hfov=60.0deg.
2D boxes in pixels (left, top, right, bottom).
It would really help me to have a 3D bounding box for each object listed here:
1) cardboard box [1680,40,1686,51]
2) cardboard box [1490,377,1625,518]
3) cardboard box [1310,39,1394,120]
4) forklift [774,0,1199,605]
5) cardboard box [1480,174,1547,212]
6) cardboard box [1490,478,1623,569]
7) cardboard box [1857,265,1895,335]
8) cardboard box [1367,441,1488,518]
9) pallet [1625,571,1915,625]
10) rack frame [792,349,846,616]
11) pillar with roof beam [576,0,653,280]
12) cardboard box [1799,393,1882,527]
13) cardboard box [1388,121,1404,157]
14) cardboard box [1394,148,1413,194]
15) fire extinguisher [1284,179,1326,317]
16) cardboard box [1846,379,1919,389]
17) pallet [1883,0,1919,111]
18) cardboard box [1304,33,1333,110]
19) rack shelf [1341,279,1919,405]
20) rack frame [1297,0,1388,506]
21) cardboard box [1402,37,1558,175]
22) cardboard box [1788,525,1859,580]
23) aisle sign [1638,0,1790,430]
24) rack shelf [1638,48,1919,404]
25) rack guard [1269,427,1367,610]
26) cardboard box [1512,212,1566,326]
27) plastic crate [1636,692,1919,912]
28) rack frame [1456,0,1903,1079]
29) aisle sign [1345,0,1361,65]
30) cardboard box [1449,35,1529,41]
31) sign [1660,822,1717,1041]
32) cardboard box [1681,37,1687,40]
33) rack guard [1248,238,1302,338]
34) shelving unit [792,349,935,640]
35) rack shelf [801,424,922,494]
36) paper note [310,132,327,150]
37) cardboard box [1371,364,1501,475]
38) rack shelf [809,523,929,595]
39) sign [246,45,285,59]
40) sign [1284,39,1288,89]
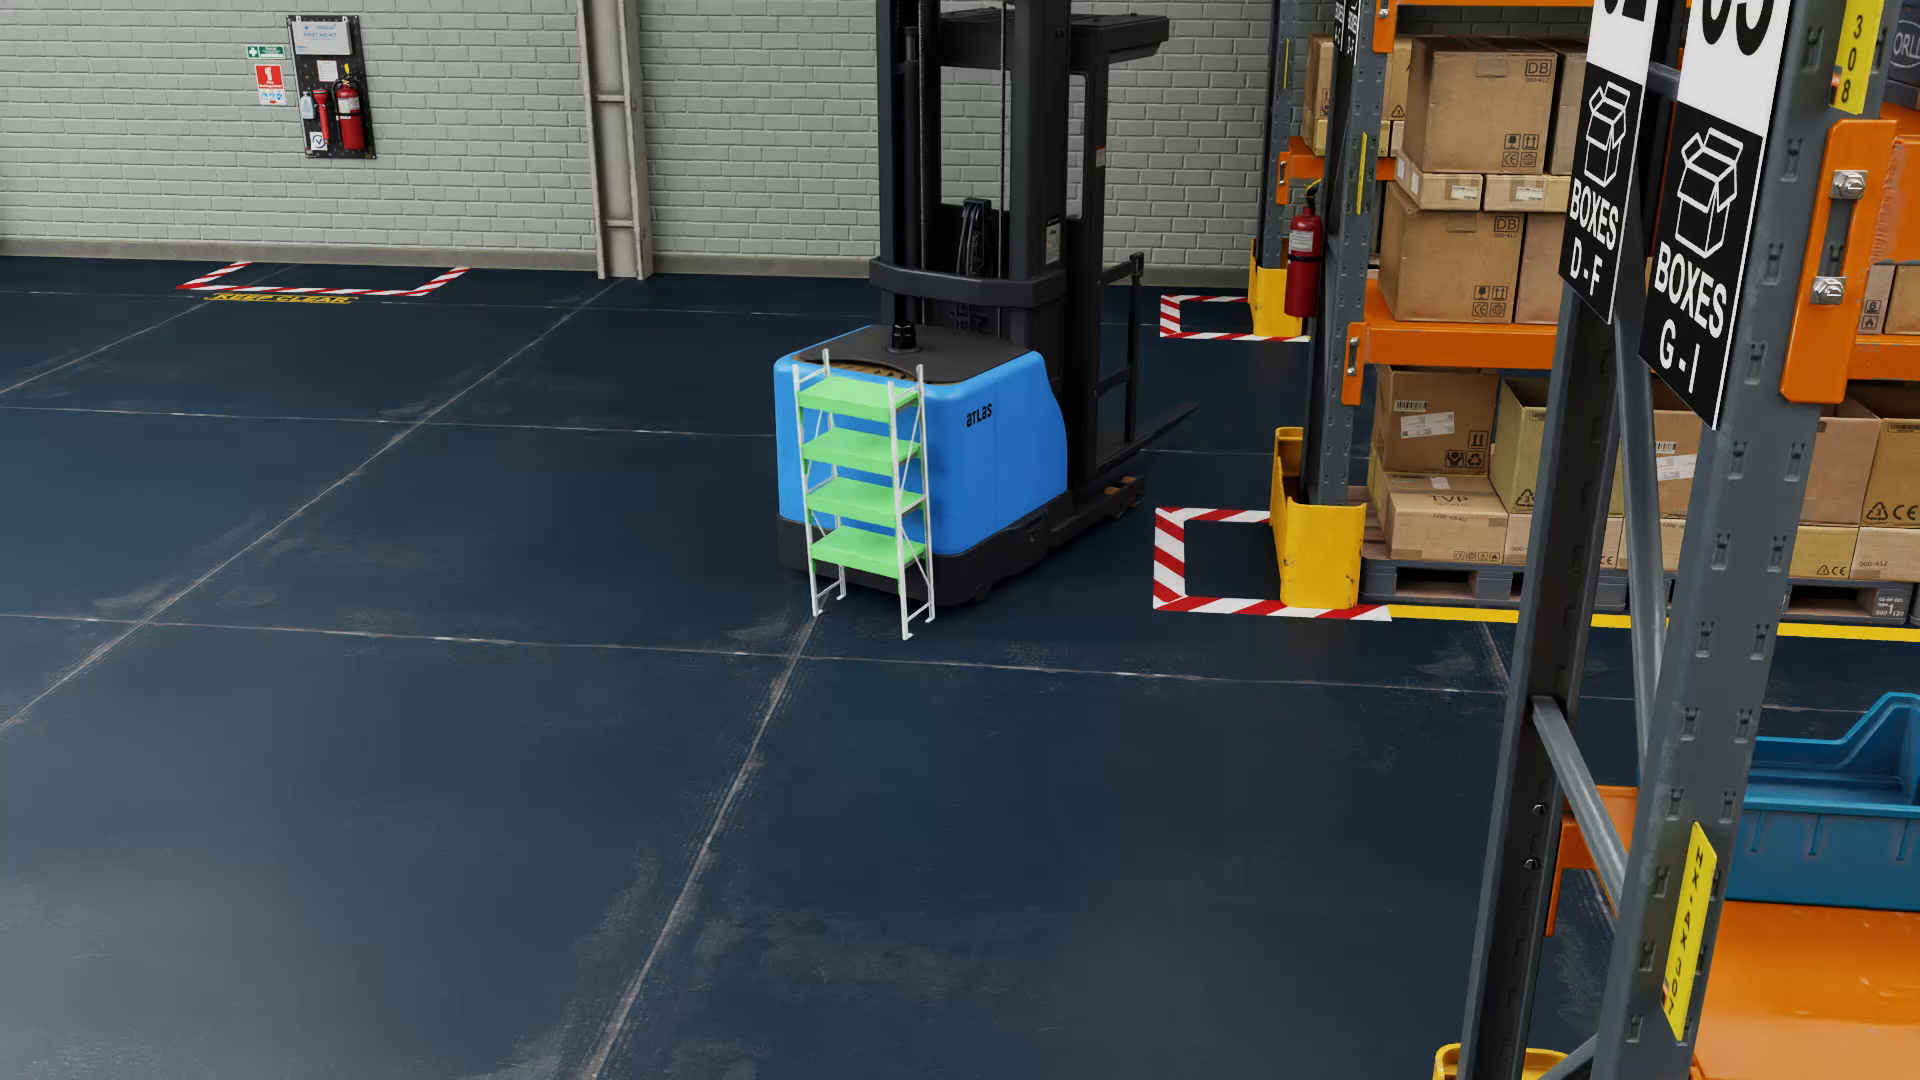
[{"bbox_3d":[3.286,-1.872,7.195,0.500,0.500,0.700,3,22,7],"label":"cardboard box"},{"bbox_3d":[2.750,-0.432,7.601,0.500,0.500,0.500,2,22,6],"label":"cardboard box"},{"bbox_3d":[2.765,-3.259,11.759,0.500,0.500,0.500,3,22,6],"label":"cardboard box"},{"bbox_3d":[0.335,-1.559,8.398,1.130,2.935,3.031,13,25,30],"label":"forklift"},{"bbox_3d":[2.374,-1.534,7.222,0.250,0.149,0.380,2,22,5],"label":"cardboard box"},{"bbox_3d":[2.751,-0.084,7.741,0.500,0.250,0.500,2,22,6],"label":"cardboard box"},{"bbox_3d":[3.747,-1.248,7.380,0.500,0.500,0.700,3,22,8],"label":"cardboard box"},{"bbox_3d":[2.315,-0.293,8.270,0.500,0.250,0.500,2,22,6],"label":"cardboard box"},{"bbox_3d":[3.720,0.076,7.960,1.213,0.211,1.003,2,22,6],"label":"pallet"},{"bbox_3d":[-0.620,-0.243,7.399,0.015,1.200,0.240,13,29,29],"label":"rack frame"},{"bbox_3d":[-3.341,-4.864,8.503,0.400,9.000,9.100,2,22,6],"label":"pillar with roof beam"},{"bbox_3d":[3.743,-0.387,7.487,0.500,0.500,0.500,2,22,6],"label":"cardboard box"},{"bbox_3d":[3.291,-2.886,11.836,0.500,0.250,0.500,2,22,5],"label":"cardboard box"},{"bbox_3d":[2.149,-1.693,7.624,0.250,0.149,0.380,2,22,5],"label":"cardboard box"},{"bbox_3d":[1.685,-1.431,8.084,0.183,0.674,0.296,2,22,6],"label":"fire extinguisher"},{"bbox_3d":[4.303,-0.562,7.930,0.500,0.500,0.500,2,22,6],"label":"cardboard box"},{"bbox_3d":[1.971,-0.719,2.356,1.213,0.211,1.003,2,22,6],"label":"pallet"},{"bbox_3d":[2.820,-3.446,12.234,0.500,0.500,0.500,2,22,6],"label":"cardboard box"},{"bbox_3d":[3.733,-0.871,7.541,4.000,0.370,1.077,2,22,6],"label":"rack shelf"},{"bbox_3d":[1.747,-1.292,7.628,0.127,3.000,1.000,2,22,6],"label":"rack frame"},{"bbox_3d":[2.262,-1.915,7.302,0.500,0.500,0.700,3,22,6],"label":"cardboard box"},{"bbox_3d":[3.743,-0.039,7.626,0.500,0.250,0.500,2,22,6],"label":"cardboard box"},{"bbox_3d":[1.055,-0.589,2.313,0.004,0.787,0.394,2,22,6],"label":"aisle sign"},{"bbox_3d":[3.147,-0.457,2.416,4.000,0.370,1.077,2,22,6],"label":"rack shelf"},{"bbox_3d":[1.724,-0.130,8.090,0.348,0.500,1.175,2,22,6],"label":"rack guard"},{"bbox_3d":[2.732,-1.293,7.493,0.500,0.500,0.700,3,22,8],"label":"cardboard box"},{"bbox_3d":[1.693,0.498,3.303,0.616,0.251,0.499,2,22,6],"label":"plastic crate"},{"bbox_3d":[1.160,0.518,3.051,0.053,2.616,0.949,2,22,6],"label":"rack frame"},{"bbox_3d":[1.646,-2.392,6.874,0.004,0.787,0.394,2,22,6],"label":"aisle sign"},{"bbox_3d":[3.832,-3.400,12.117,0.500,0.500,0.500,2,22,5],"label":"cardboard box"},{"bbox_3d":[1.092,0.588,2.495,0.005,0.325,0.100,2,22,6],"label":"sign"},{"bbox_3d":[5.343,-3.336,11.956,0.500,0.500,0.500,2,22,6],"label":"cardboard box"},{"bbox_3d":[2.402,-1.935,12.654,0.348,0.500,1.175,2,22,6],"label":"rack guard"},{"bbox_3d":[-0.412,-0.196,7.280,0.503,1.200,0.258,13,29,29],"label":"shelving unit"},{"bbox_3d":[-0.419,-0.355,7.206,0.480,0.148,0.258,13,29,29],"label":"rack shelf"},{"bbox_3d":[-5.452,-3.390,14.133,0.142,0.148,0.016,2,22,6],"label":"paper note"},{"bbox_3d":[2.315,-0.643,8.134,0.500,0.500,0.500,2,22,6],"label":"cardboard box"},{"bbox_3d":[-0.401,0.079,7.408,0.480,0.148,0.258,13,29,29],"label":"rack shelf"},{"bbox_3d":[-5.818,-4.088,13.930,0.331,0.109,0.001,2,22,6],"label":"sign"},{"bbox_3d":[2.263,-3.305,11.543,0.005,0.325,0.100,2,22,6],"label":"sign"}]
